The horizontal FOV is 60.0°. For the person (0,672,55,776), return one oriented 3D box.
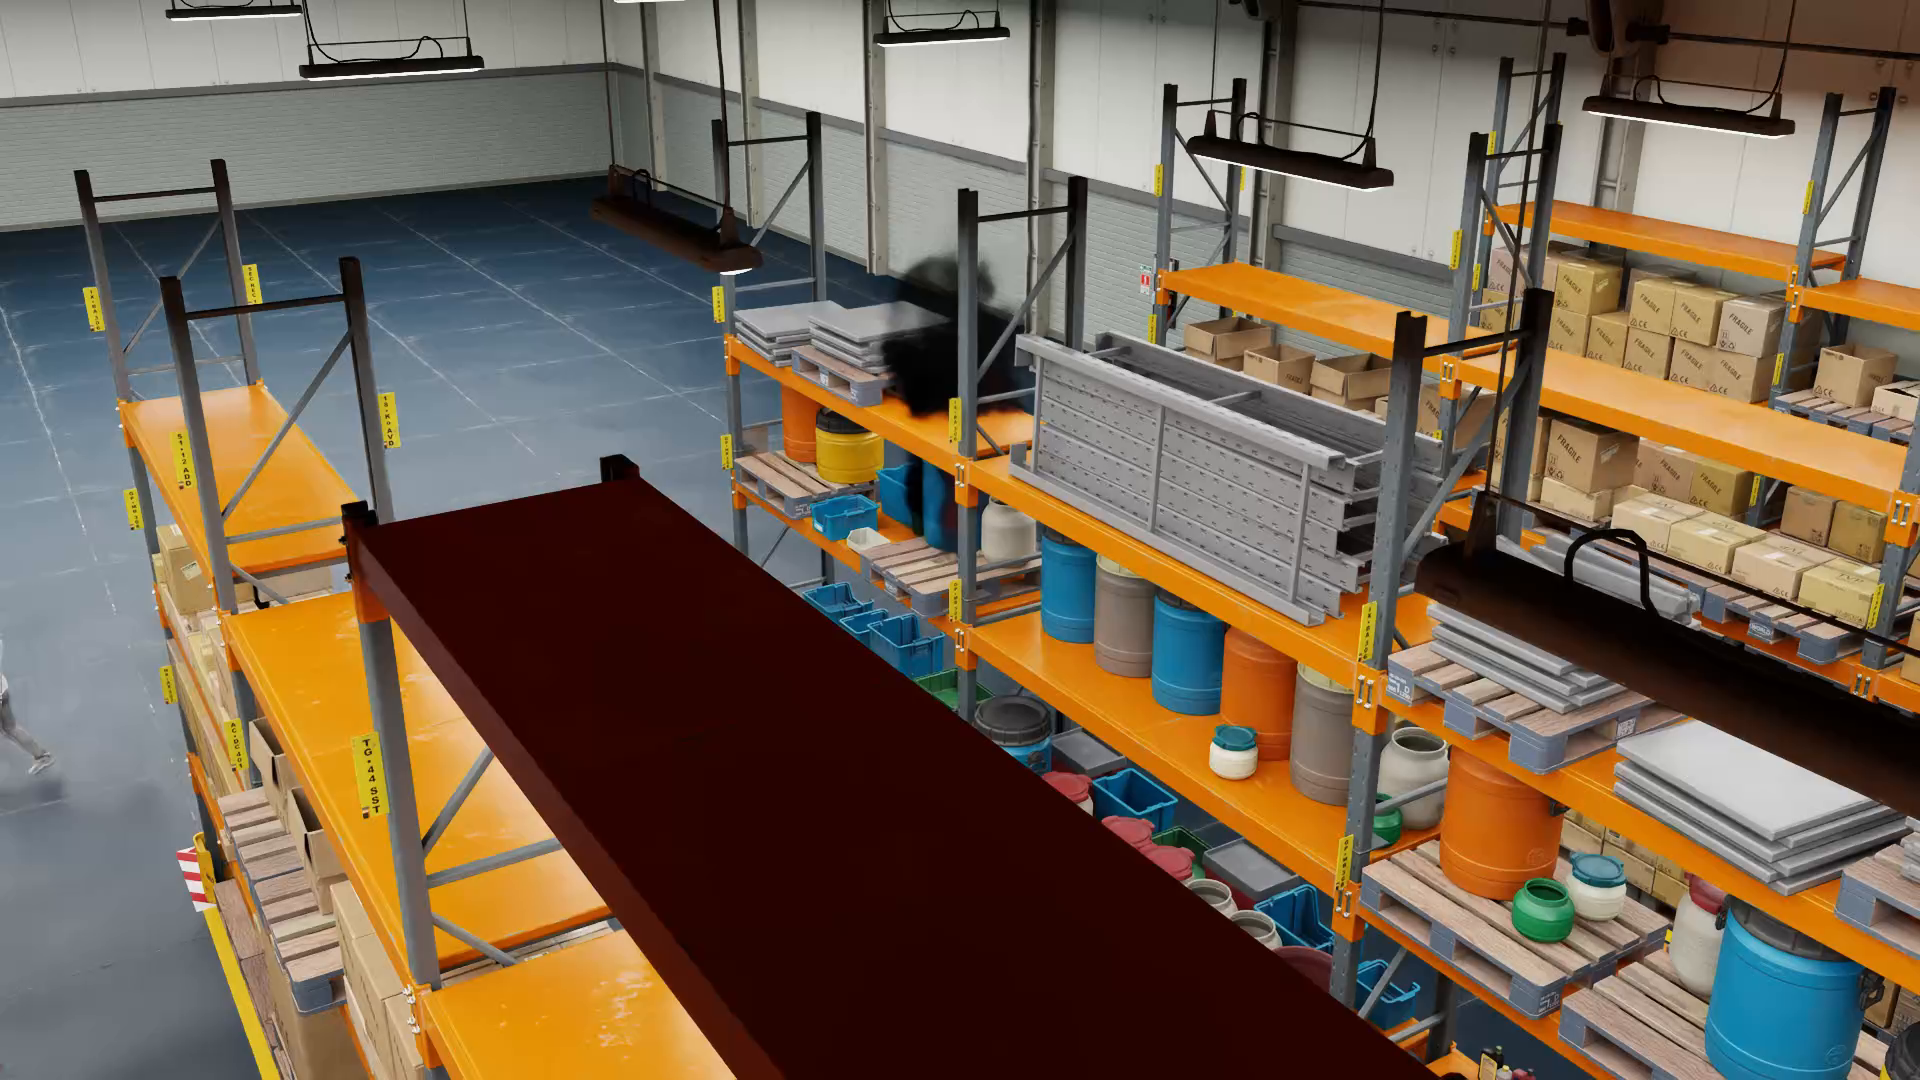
[{"bbox_3d":[-8.938,1.470,15.322,0.828,1.828,0.658,-2,22,-4],"label":"person"}]
